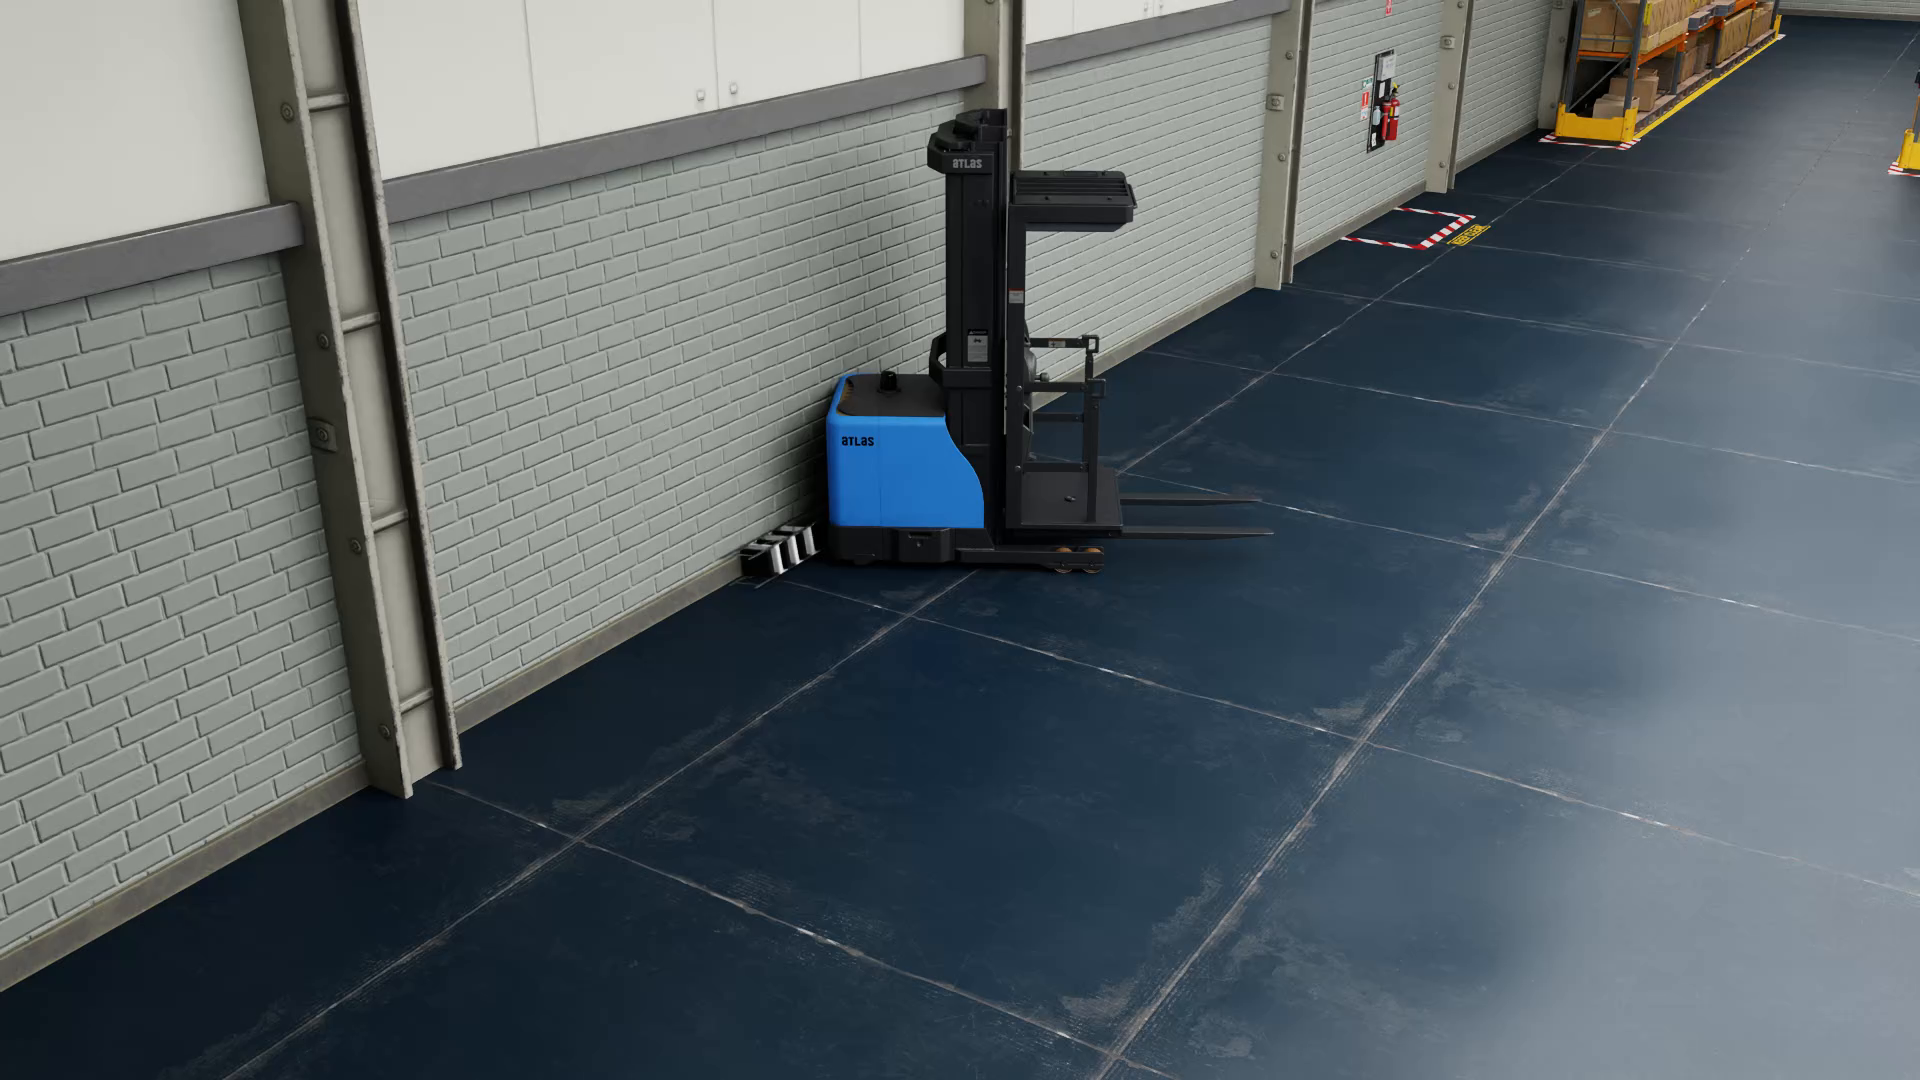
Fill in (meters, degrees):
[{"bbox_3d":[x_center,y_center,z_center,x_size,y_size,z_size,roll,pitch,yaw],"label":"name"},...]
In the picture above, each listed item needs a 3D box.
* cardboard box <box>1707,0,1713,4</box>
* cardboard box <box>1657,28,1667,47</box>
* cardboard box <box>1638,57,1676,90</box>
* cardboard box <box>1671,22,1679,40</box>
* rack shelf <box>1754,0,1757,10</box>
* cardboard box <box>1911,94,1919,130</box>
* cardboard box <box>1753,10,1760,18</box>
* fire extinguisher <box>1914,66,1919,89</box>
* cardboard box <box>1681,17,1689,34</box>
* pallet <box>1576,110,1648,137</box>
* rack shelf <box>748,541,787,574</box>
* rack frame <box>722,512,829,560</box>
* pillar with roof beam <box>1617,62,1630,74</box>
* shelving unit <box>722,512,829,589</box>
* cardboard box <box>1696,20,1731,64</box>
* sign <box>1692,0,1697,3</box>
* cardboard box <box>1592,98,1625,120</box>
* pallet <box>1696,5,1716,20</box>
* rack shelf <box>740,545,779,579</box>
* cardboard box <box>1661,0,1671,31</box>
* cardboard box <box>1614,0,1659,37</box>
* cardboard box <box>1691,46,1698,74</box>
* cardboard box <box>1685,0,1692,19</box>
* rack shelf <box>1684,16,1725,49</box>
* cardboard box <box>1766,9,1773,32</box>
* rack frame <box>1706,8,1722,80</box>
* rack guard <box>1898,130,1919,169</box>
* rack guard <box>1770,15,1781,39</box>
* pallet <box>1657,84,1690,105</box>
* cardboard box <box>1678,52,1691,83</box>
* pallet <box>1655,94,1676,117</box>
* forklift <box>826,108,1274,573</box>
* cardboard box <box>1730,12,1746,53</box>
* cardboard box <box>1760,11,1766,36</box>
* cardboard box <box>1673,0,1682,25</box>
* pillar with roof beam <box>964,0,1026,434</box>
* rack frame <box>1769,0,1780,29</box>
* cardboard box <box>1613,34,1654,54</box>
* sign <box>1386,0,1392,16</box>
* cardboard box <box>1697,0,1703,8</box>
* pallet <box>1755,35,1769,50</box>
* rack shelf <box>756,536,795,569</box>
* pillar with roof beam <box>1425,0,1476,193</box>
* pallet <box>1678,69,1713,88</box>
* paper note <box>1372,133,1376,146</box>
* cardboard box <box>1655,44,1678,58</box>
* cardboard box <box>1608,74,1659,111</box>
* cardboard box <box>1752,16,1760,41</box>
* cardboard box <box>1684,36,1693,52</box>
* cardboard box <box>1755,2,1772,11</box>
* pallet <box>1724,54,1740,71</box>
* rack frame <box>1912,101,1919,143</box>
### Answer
[{"bbox_3d":[13.826,-10.404,31.329,0.700,0.500,0.500,11,26,24],"label":"cardboard box"},{"bbox_3d":[11.180,-8.199,27.077,0.500,0.250,0.500,13,27,28],"label":"cardboard box"},{"bbox_3d":[12.601,-8.468,30.129,0.700,0.500,0.500,15,28,31],"label":"cardboard box"},{"bbox_3d":[11.713,-8.539,27.863,0.500,0.250,0.500,14,27,29],"label":"cardboard box"},{"bbox_3d":[17.502,-12.207,37.077,1.077,0.370,4.000,14,27,29],"label":"rack shelf"},{"bbox_3d":[14.358,-6.293,24.500,0.500,0.500,0.500,14,27,29],"label":"cardboard box"},{"bbox_3d":[17.264,-11.513,36.371,0.380,0.149,0.250,15,28,31],"label":"cardboard box"},{"bbox_3d":[13.871,-6.797,23.772,0.296,0.674,0.183,14,27,29],"label":"fire extinguisher"},{"bbox_3d":[12.235,-8.879,28.647,0.500,0.250,0.500,14,27,29],"label":"cardboard box"},{"bbox_3d":[10.616,-6.824,27.248,1.003,0.211,1.213,14,27,29],"label":"pallet"},{"bbox_3d":[-1.297,0.113,11.173,0.258,0.200,0.077,4,22,33],"label":"rack shelf"},{"bbox_3d":[-1.234,-0.032,11.255,0.240,0.006,0.900,4,22,33],"label":"rack frame"},{"bbox_3d":[16.574,-12.105,28.385,9.100,9.000,0.400,14,27,29],"label":"pillar with roof beam"},{"bbox_3d":[-1.220,0.064,11.287,0.258,0.210,0.900,4,22,33],"label":"shelving unit"},{"bbox_3d":[14.837,-9.939,33.109,0.750,0.750,0.750,13,27,28],"label":"cardboard box"},{"bbox_3d":[12.692,-9.448,28.709,0.100,0.325,0.005,14,27,29],"label":"sign"},{"bbox_3d":[10.559,-6.994,26.962,0.500,0.311,0.500,11,26,23],"label":"cardboard box"},{"bbox_3d":[13.328,-9.747,30.731,1.003,0.211,1.213,14,27,29],"label":"pallet"},{"bbox_3d":[-1.344,0.144,11.102,0.258,0.200,0.077,4,22,33],"label":"rack shelf"},{"bbox_3d":[11.172,-8.532,26.903,0.500,0.500,0.500,13,27,27],"label":"cardboard box"},{"bbox_3d":[10.624,-8.194,26.122,0.500,0.500,0.500,14,27,29],"label":"cardboard box"},{"bbox_3d":[13.631,-9.163,31.733,0.700,0.500,0.500,14,27,29],"label":"cardboard box"},{"bbox_3d":[12.241,-9.222,28.496,0.500,0.500,0.500,14,27,29],"label":"cardboard box"},{"bbox_3d":[13.282,-9.507,30.840,1.077,0.370,4.000,14,27,29],"label":"rack shelf"},{"bbox_3d":[18.273,-12.000,38.312,0.700,0.500,0.500,14,27,29],"label":"cardboard box"},{"bbox_3d":[14.337,-10.512,32.256,1.000,3.000,0.127,14,27,29],"label":"rack frame"},{"bbox_3d":[14.315,-5.620,24.102,1.175,0.500,0.348,14,27,29],"label":"rack guard"},{"bbox_3d":[18.570,-12.073,39.008,1.175,0.500,0.348,14,27,29],"label":"rack guard"},{"bbox_3d":[12.637,-8.145,30.299,1.003,0.211,1.213,14,27,29],"label":"pallet"},{"bbox_3d":[13.135,-8.817,30.934,0.700,0.500,0.500,14,27,30],"label":"cardboard box"},{"bbox_3d":[11.903,-7.648,29.151,1.003,0.211,1.213,14,27,29],"label":"pallet"},{"bbox_3d":[0.630,-1.336,11.148,3.031,2.935,1.130,1,23,2],"label":"forklift"},{"bbox_3d":[15.748,-10.521,34.454,0.750,0.750,0.750,15,27,31],"label":"cardboard box"},{"bbox_3d":[17.744,-11.661,37.530,0.700,0.500,0.500,13,27,27],"label":"cardboard box"},{"bbox_3d":[11.707,-8.884,27.717,0.500,0.500,0.500,13,27,27],"label":"cardboard box"},{"bbox_3d":[3.914,-4.005,9.674,9.100,9.000,0.400,14,27,29],"label":"pillar with roof beam"},{"bbox_3d":[18.557,-13.212,38.493,1.000,3.000,0.127,14,27,29],"label":"rack frame"},{"bbox_3d":[10.644,-7.850,26.271,0.500,0.250,0.500,13,27,27],"label":"cardboard box"},{"bbox_3d":[5.162,-6.460,19.979,0.001,0.298,0.199,14,27,29],"label":"sign"},{"bbox_3d":[13.146,-9.990,30.371,0.700,0.500,0.500,18,29,36],"label":"cardboard box"},{"bbox_3d":[17.558,-11.236,37.438,1.003,0.211,1.213,14,27,29],"label":"pallet"},{"bbox_3d":[-1.250,0.083,11.243,0.258,0.200,0.077,4,22,33],"label":"rack shelf"},{"bbox_3d":[10.244,-8.055,19.030,9.100,9.000,0.400,14,27,29],"label":"pillar with roof beam"},{"bbox_3d":[13.924,-8.969,32.201,1.003,0.211,1.213,14,27,29],"label":"pallet"},{"bbox_3d":[5.099,-4.928,20.468,0.016,0.148,0.142,14,27,29],"label":"paper note"},{"bbox_3d":[12.831,-8.962,30.325,0.500,0.250,0.500,13,27,28],"label":"cardboard box"},{"bbox_3d":[11.289,-7.511,27.916,0.700,0.500,0.500,12,26,26],"label":"cardboard box"},{"bbox_3d":[17.197,-11.307,36.711,0.700,0.500,0.500,14,27,28],"label":"cardboard box"},{"bbox_3d":[13.381,-9.303,31.112,0.500,0.250,0.500,14,27,29],"label":"cardboard box"},{"bbox_3d":[18.226,-12.130,37.795,0.380,0.149,0.250,15,27,30],"label":"cardboard box"},{"bbox_3d":[15.462,-9.892,34.336,1.003,0.211,1.213,14,27,29],"label":"pallet"},{"bbox_3d":[14.328,-6.775,23.624,1.000,3.000,0.127,14,27,29],"label":"rack frame"}]
